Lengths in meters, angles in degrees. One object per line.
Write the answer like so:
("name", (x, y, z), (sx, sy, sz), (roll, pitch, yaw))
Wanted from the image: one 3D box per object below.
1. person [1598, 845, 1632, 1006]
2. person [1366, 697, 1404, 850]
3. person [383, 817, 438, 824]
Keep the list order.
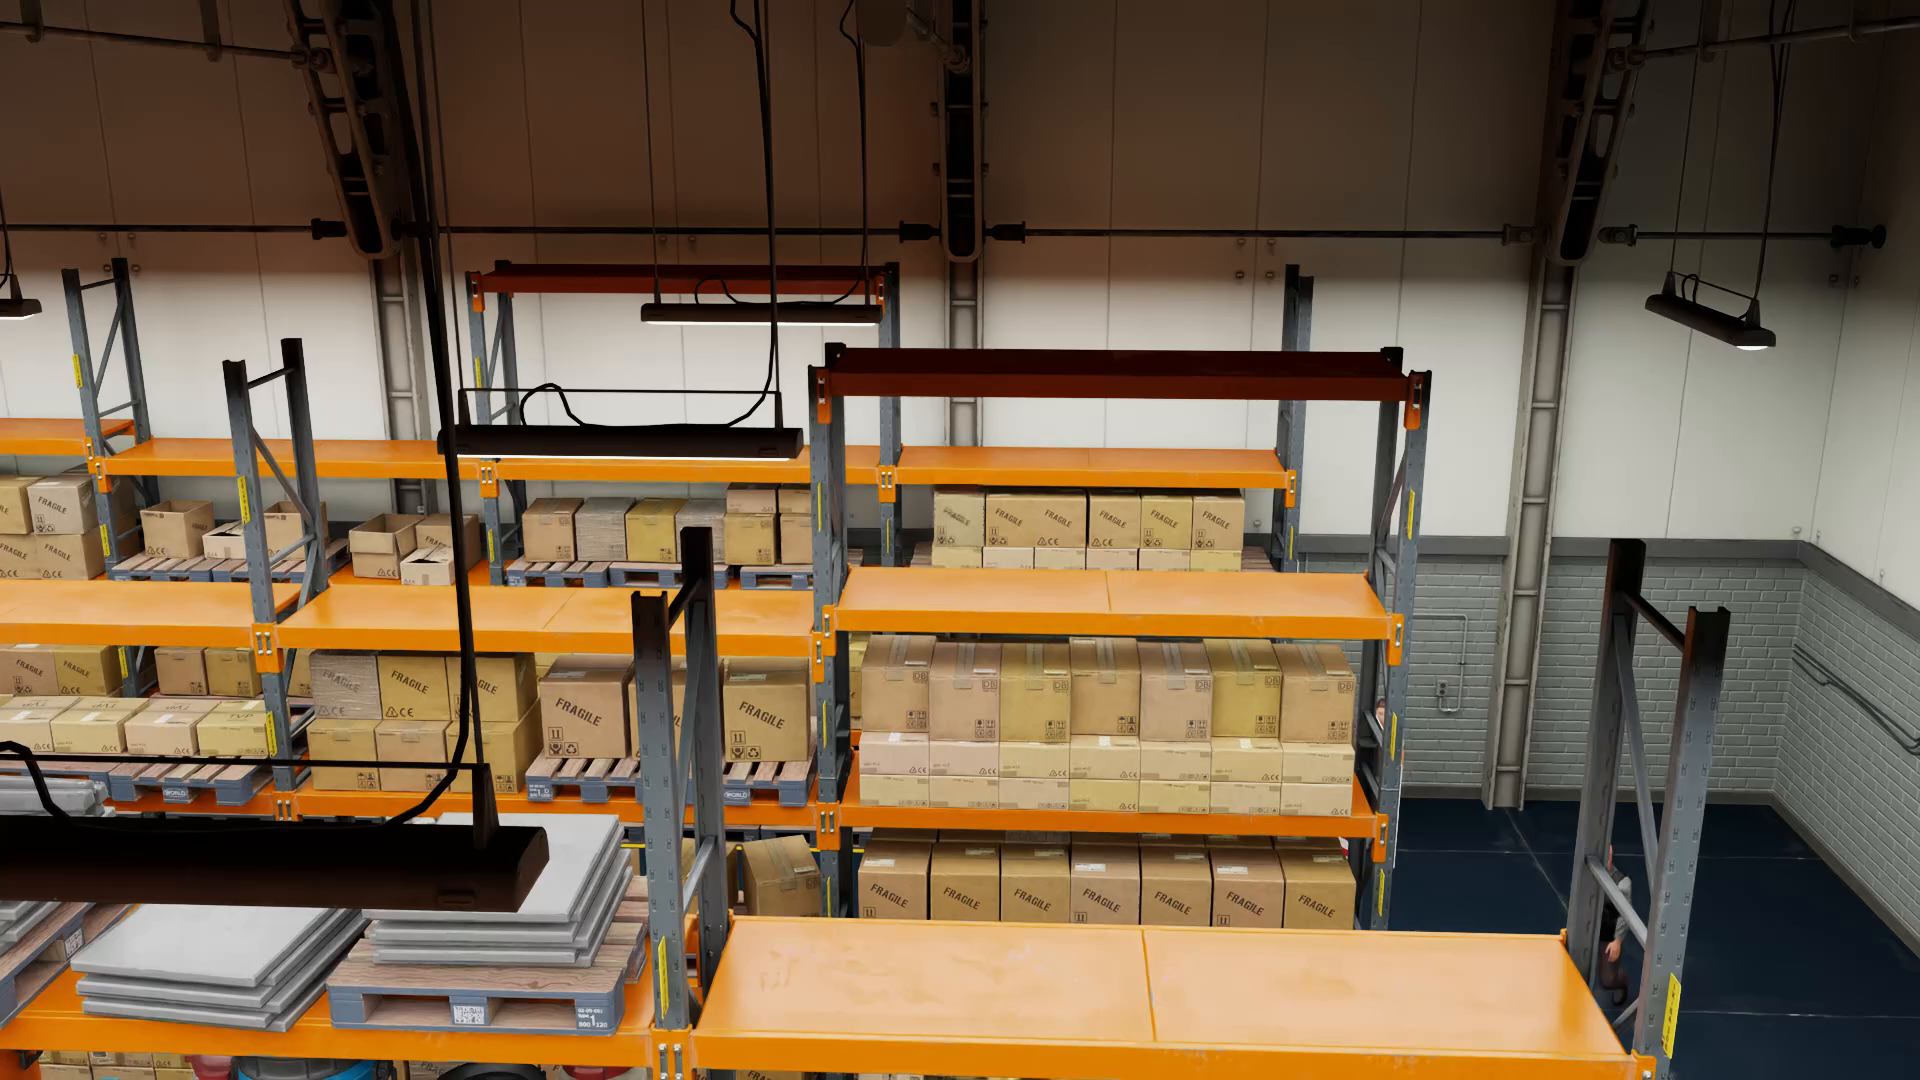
("person", (5.456, 3.335, 14.227), (0.994, 1.612, 0.529), (-15, 22, -42))
("person", (4.348, 2.430, 17.265), (0.480, 1.679, 0.638), (5, 17, 17))
("person", (-5.246, 2.859, 15.832), (0.801, 1.664, 0.508), (6, 17, 21))
